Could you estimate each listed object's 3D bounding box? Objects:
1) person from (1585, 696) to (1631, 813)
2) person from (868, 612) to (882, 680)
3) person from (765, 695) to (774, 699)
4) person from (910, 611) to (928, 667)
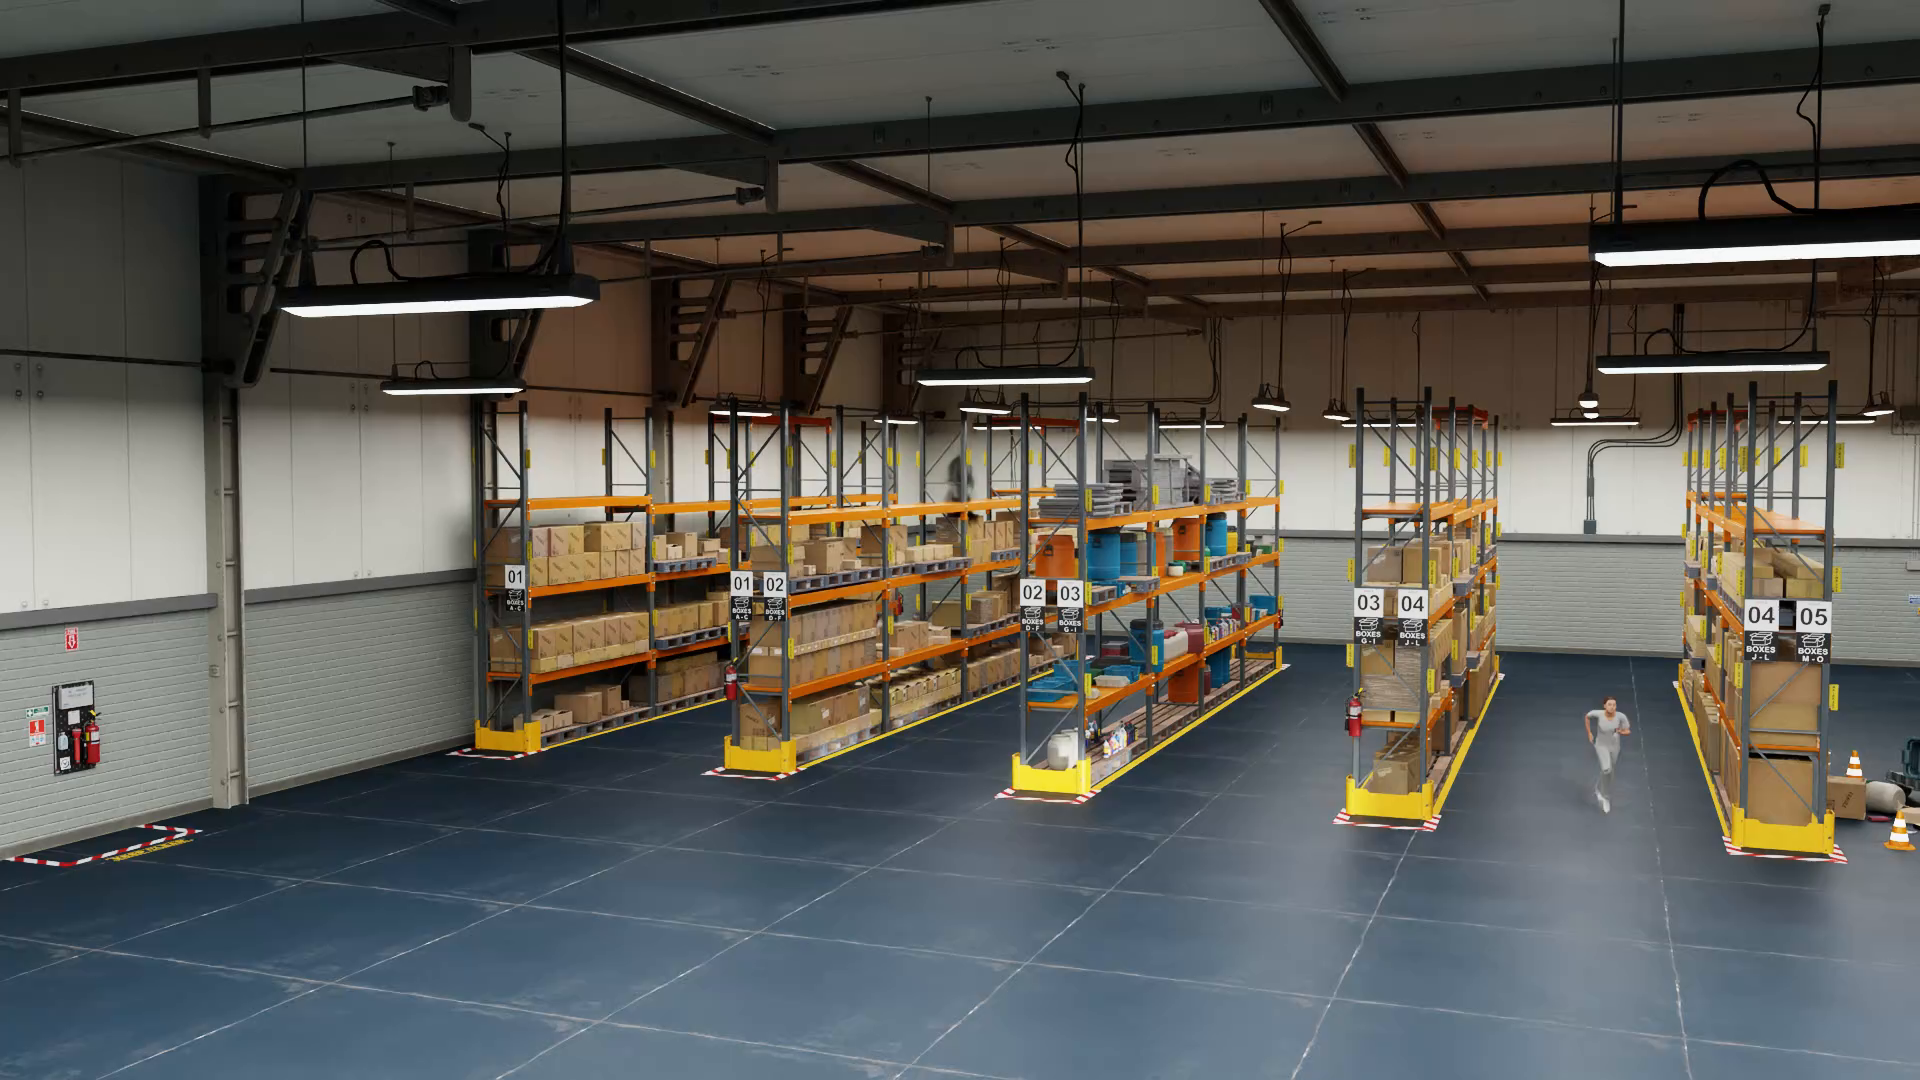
[{"bbox_3d":[9.263,3.024,23.837,0.561,1.656,0.917,0,3,5],"label":"person"},{"bbox_3d":[-1.932,2.390,37.201,0.506,1.592,0.662,0,3,4],"label":"person"},{"bbox_3d":[-3.580,2.652,31.506,0.585,1.609,0.868,1,3,19],"label":"person"},{"bbox_3d":[-0.899,2.397,36.737,0.609,1.673,0.884,1,3,18],"label":"person"}]
